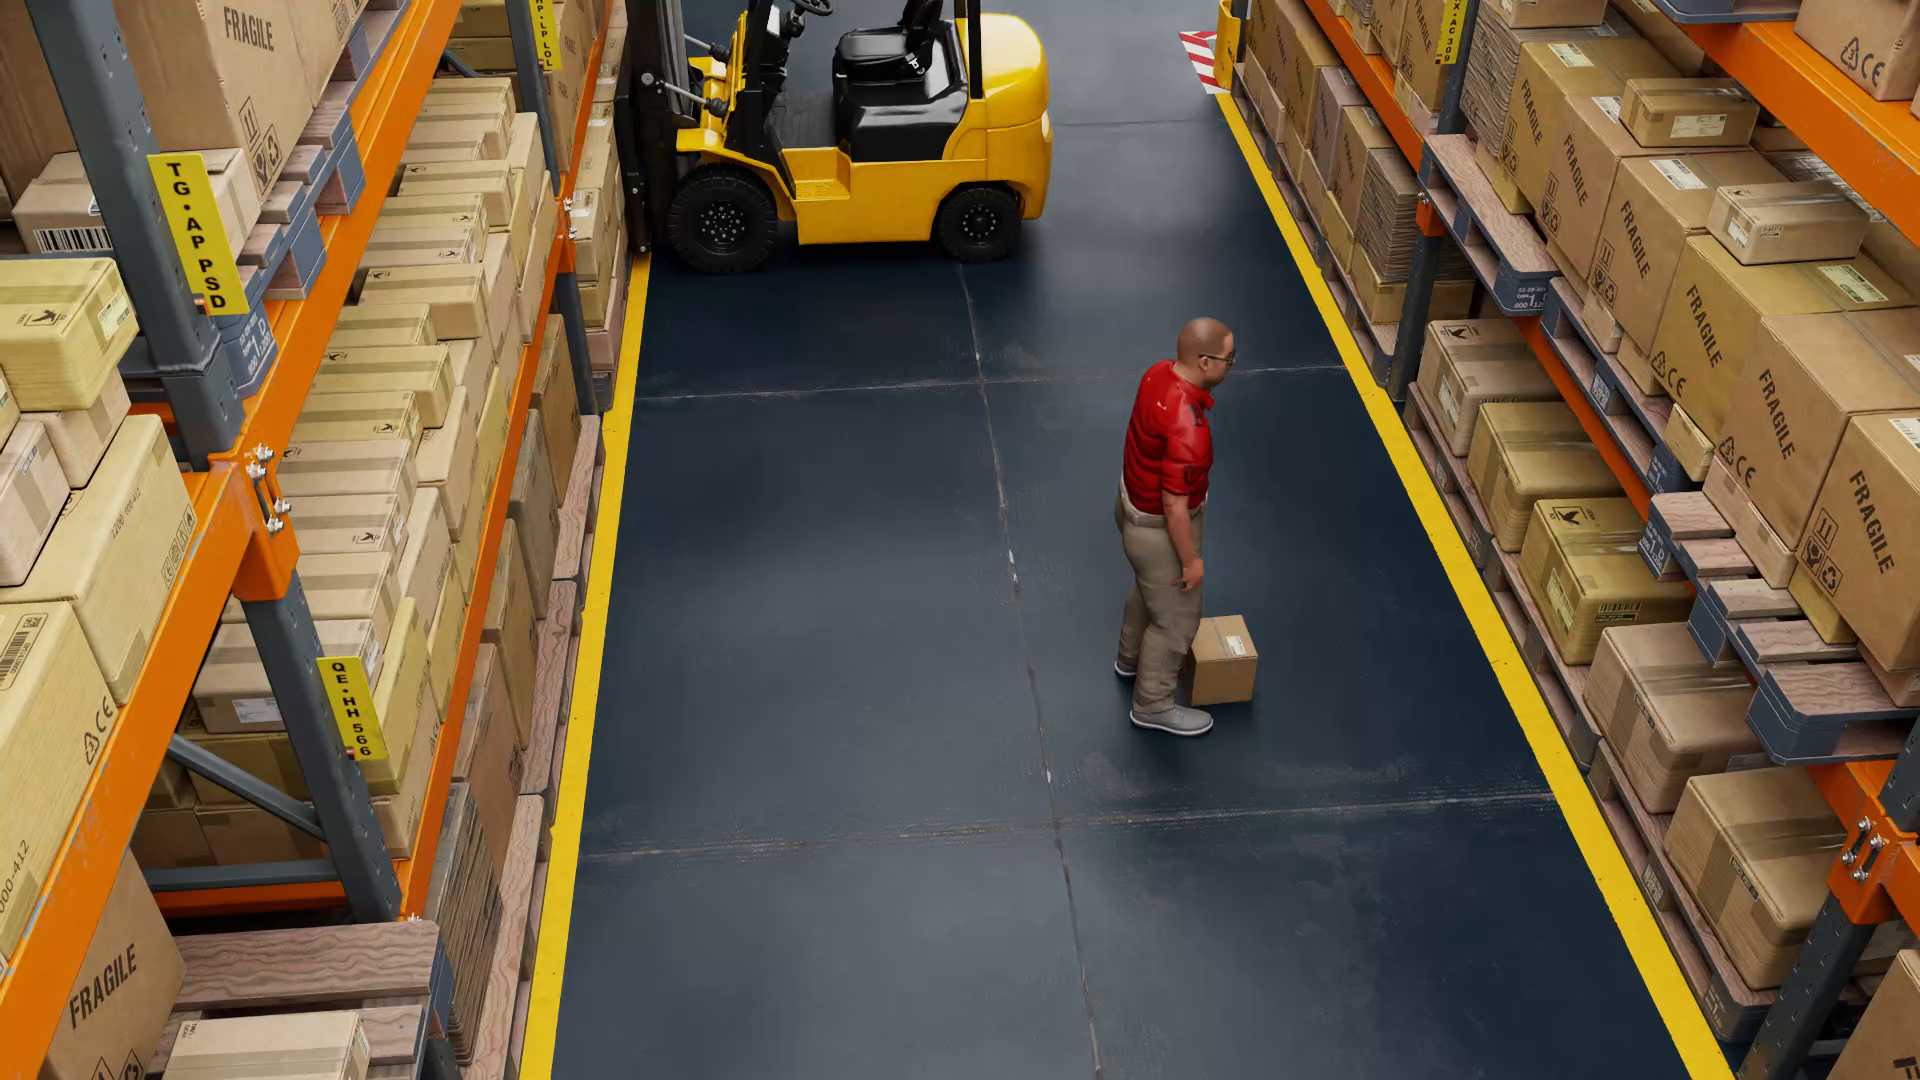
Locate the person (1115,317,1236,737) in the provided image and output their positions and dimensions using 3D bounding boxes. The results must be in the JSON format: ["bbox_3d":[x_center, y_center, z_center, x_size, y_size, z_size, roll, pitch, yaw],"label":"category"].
[{"bbox_3d":[0.789,-0.066,6.247,0.389,1.726,0.587,-3,39,-4],"label":"person"}]
